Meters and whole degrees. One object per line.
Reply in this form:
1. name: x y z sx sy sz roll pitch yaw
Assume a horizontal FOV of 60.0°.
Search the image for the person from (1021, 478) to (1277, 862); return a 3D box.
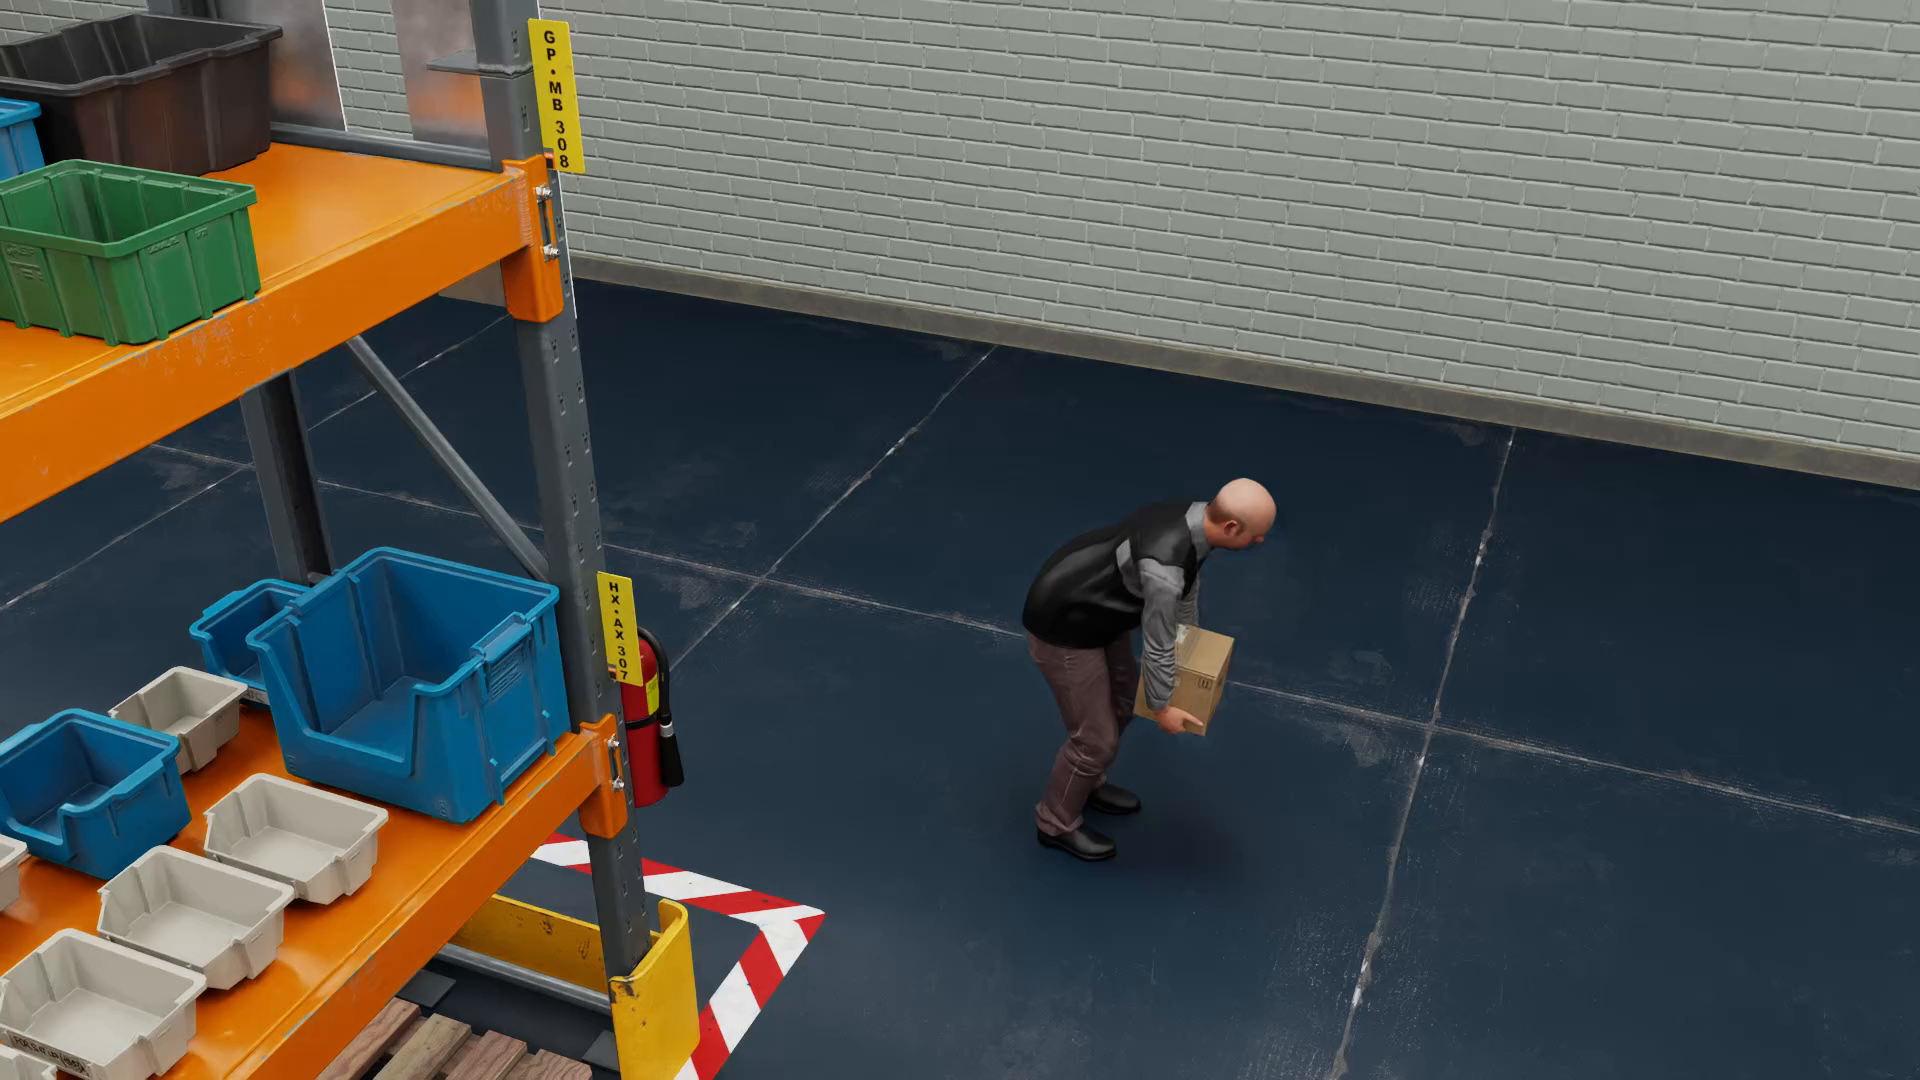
1. person: 0.618 0.416 5.666 0.799 1.481 0.466 11 31 18
